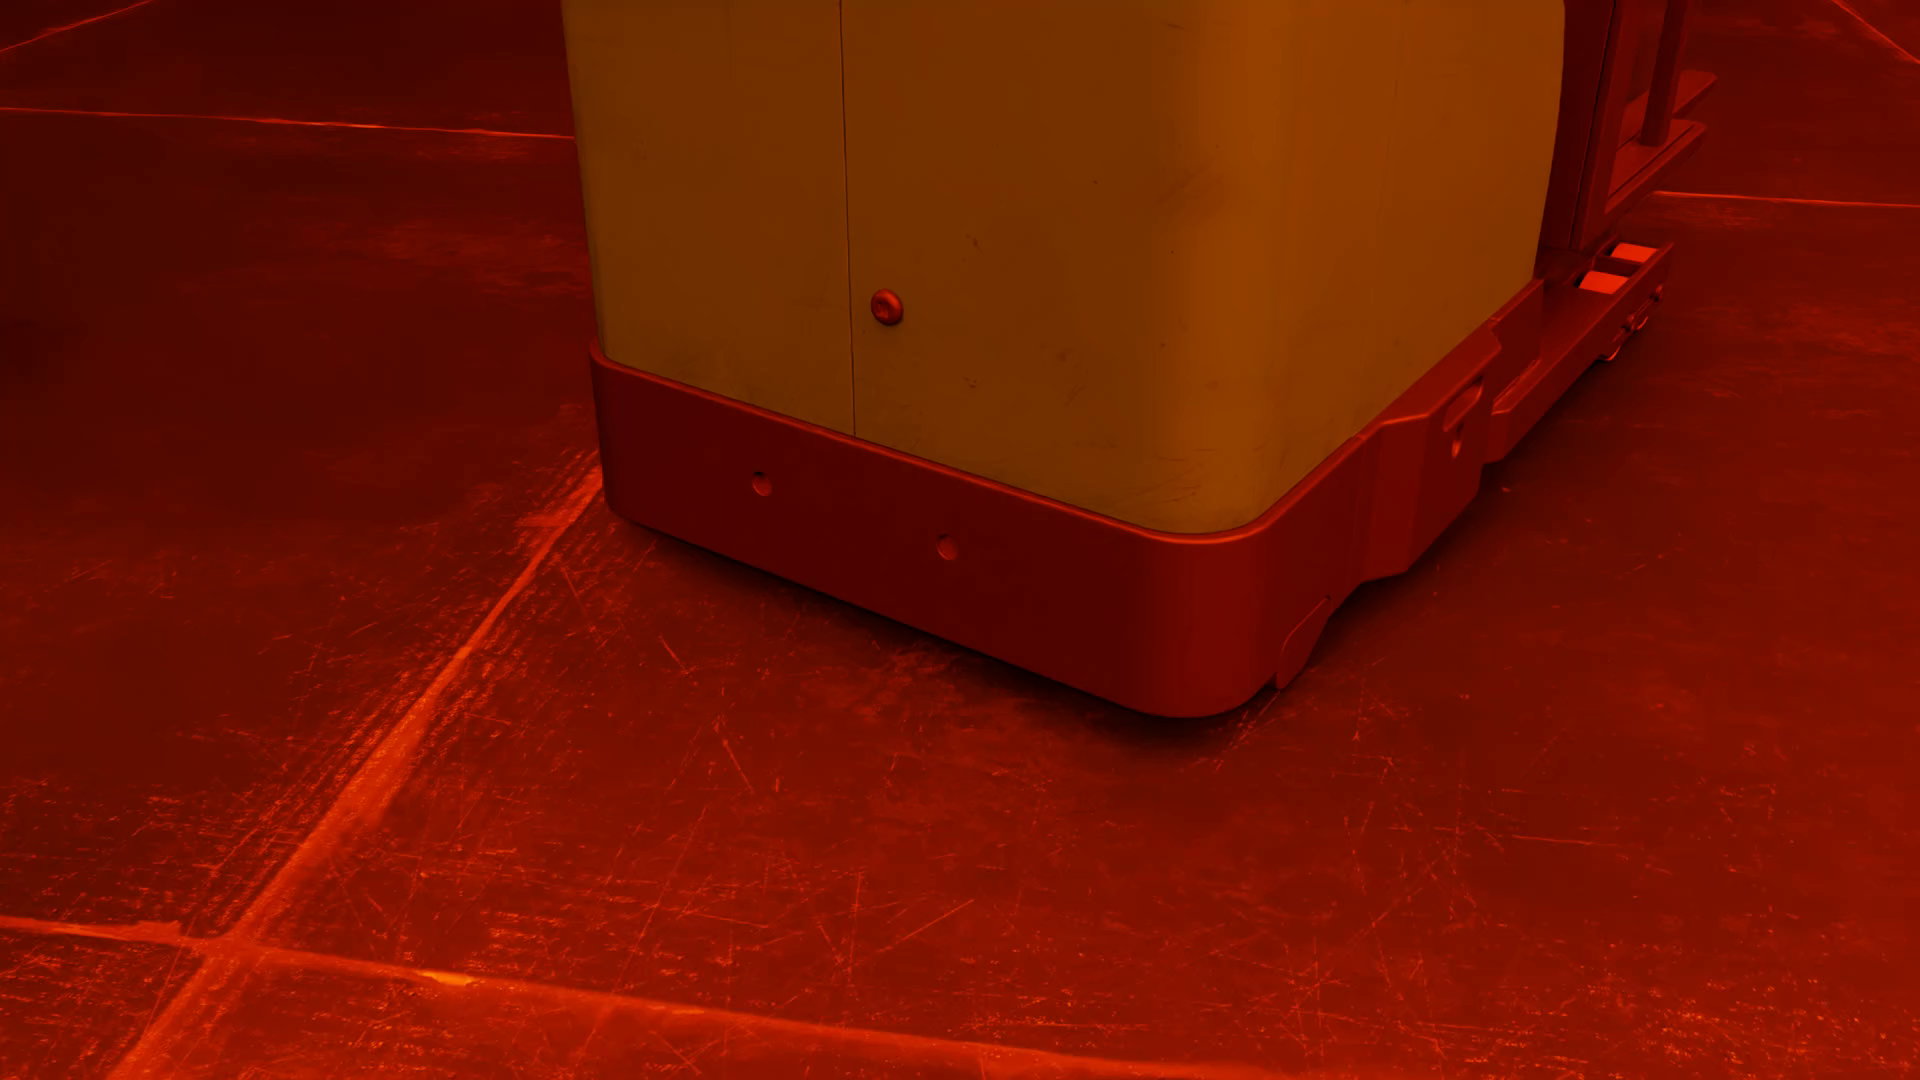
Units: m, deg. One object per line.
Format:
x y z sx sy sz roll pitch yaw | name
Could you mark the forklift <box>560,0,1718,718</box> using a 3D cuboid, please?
0.729 -1.734 2.605 1.130 2.935 3.031 19 34 30 | forklift
